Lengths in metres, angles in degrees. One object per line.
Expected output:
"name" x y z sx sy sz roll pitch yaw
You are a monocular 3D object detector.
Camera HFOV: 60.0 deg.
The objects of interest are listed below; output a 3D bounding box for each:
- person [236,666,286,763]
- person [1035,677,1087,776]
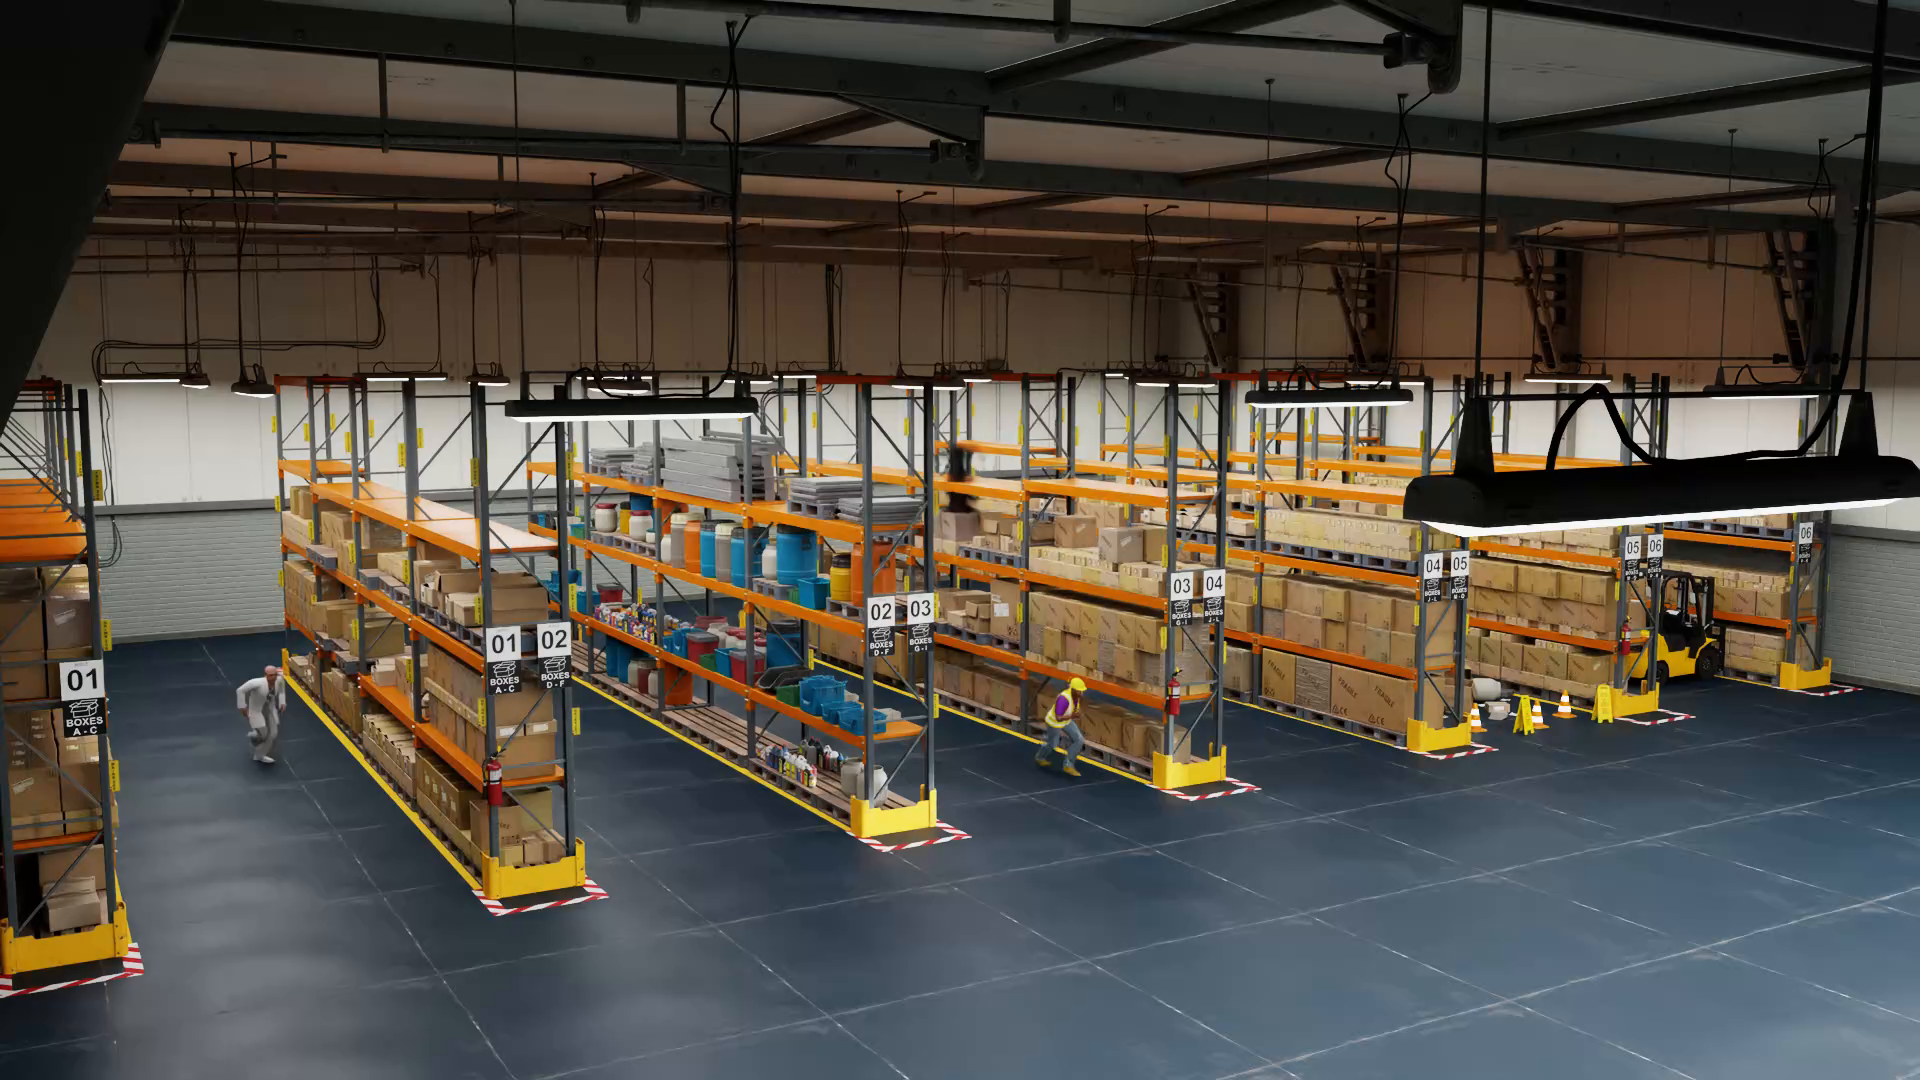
"person" -10.920 2.715 25.954 0.888 1.590 0.738 6 8 42
"person" 1.503 2.781 25.206 0.676 1.527 1.148 -6 9 -44
